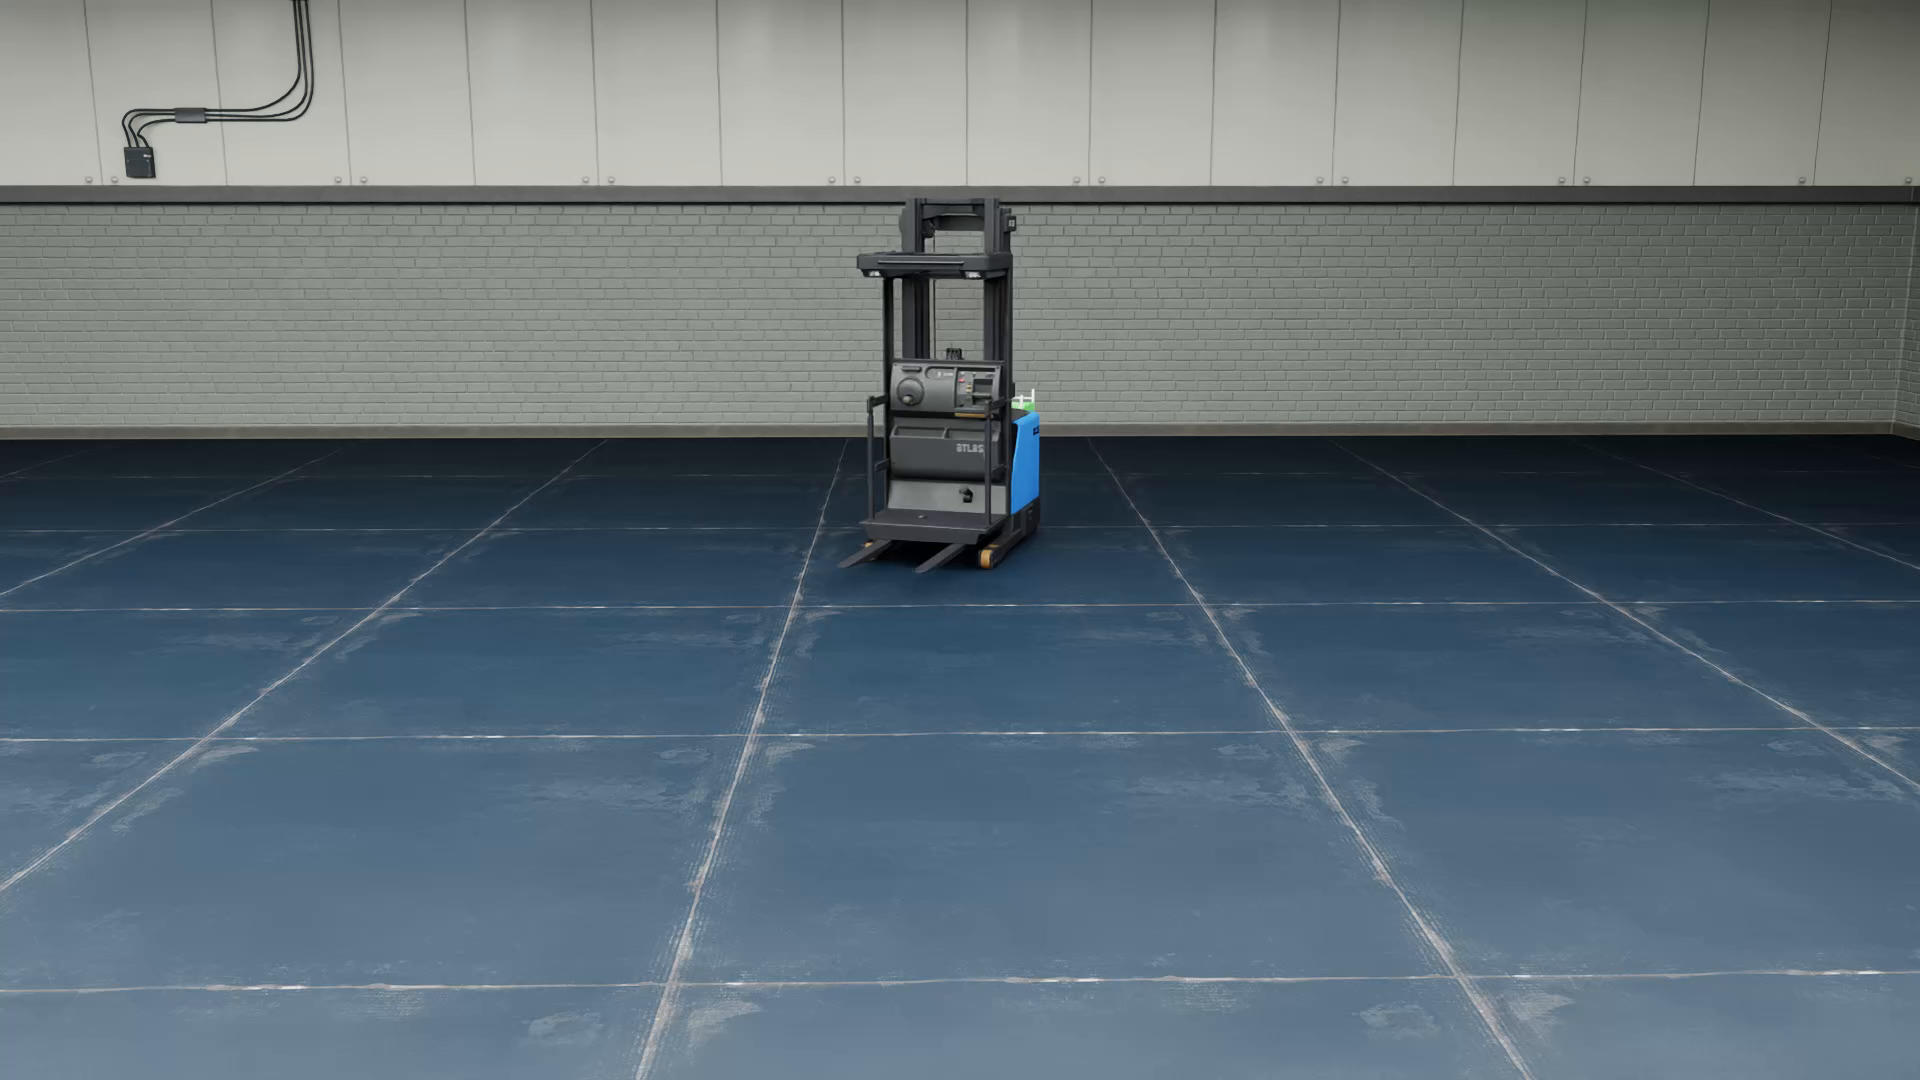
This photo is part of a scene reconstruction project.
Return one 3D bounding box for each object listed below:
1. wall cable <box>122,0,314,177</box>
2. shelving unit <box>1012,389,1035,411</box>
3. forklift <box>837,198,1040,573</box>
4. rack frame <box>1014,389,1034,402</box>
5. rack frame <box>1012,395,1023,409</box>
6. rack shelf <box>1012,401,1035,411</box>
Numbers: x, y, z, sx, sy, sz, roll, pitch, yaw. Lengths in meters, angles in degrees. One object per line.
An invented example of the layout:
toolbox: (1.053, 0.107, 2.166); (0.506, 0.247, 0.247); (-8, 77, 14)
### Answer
wall cable: (-8.908, -7.335, 19.527); (2.305, 6.003, 0.169); (0, 11, -1)
shelving unit: (0.510, -0.768, 15.324); (0.258, 1.200, 0.503); (3, 12, 14)
forklift: (-0.177, -1.285, 13.524); (1.130, 2.935, 3.031); (3, 12, 16)
rack frame: (0.572, -0.815, 15.555); (0.240, 1.200, 0.015); (3, 12, 14)
rack frame: (0.448, -0.721, 15.093); (0.240, 1.200, 0.015); (3, 12, 14)
rack shelf: (0.510, -1.176, 15.241); (0.258, 0.148, 0.480); (3, 12, 14)
